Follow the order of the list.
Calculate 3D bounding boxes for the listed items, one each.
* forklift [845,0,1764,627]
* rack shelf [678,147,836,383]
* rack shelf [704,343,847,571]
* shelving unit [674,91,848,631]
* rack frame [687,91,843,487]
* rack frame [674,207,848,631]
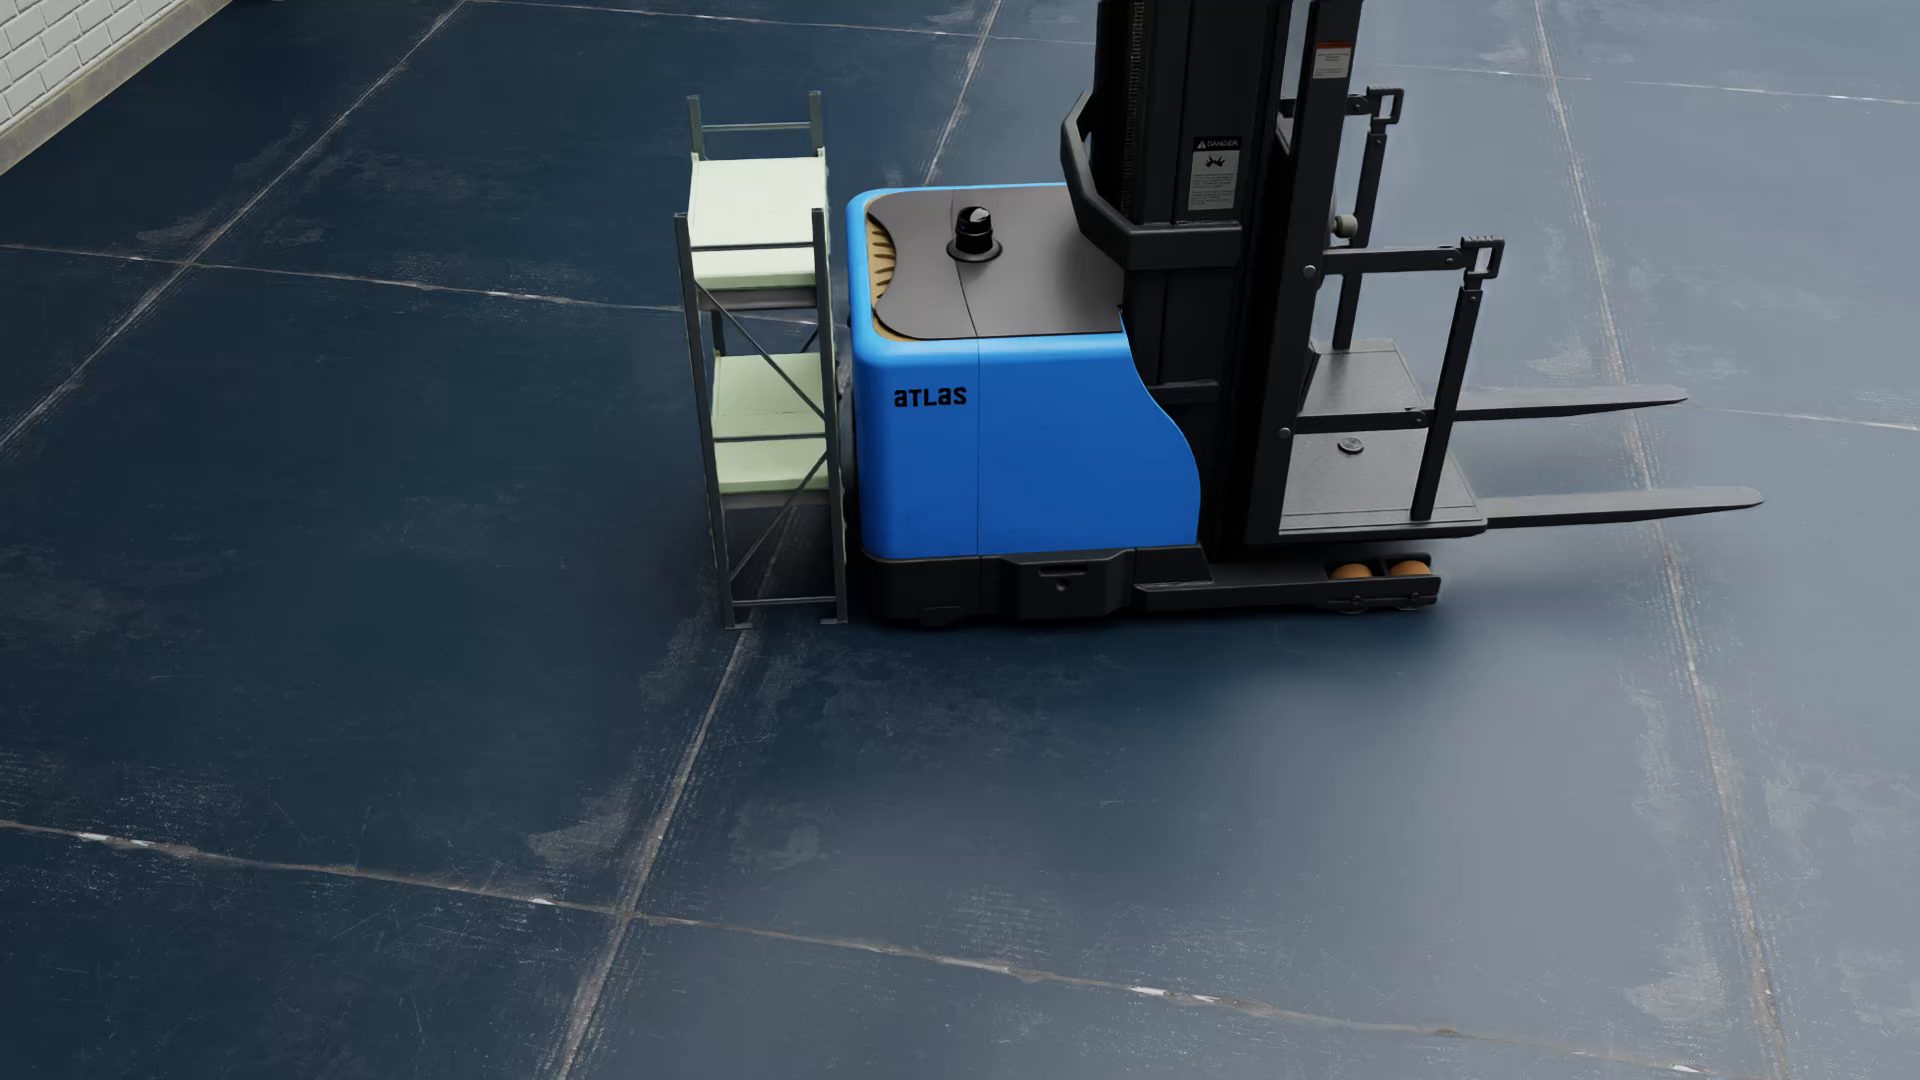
[{"bbox_3d":[1.155,-1.223,4.929,3.031,2.935,1.130,-3,40,-3],"label":"forklift"},{"bbox_3d":[-0.594,-0.834,4.969,0.431,0.370,0.720,-3,40,-3],"label":"rack shelf"},{"bbox_3d":[-0.594,-0.282,5.426,0.431,0.370,0.720,-3,40,-3],"label":"rack shelf"},{"bbox_3d":[-0.594,-0.533,5.218,0.431,1.500,0.755,-3,40,-3],"label":"shelving unit"},{"bbox_3d":[-0.623,-0.766,5.499,0.400,1.500,0.023,-3,40,-3],"label":"rack frame"},{"bbox_3d":[-0.565,-0.301,4.937,0.400,1.500,0.023,-3,40,-3],"label":"rack frame"}]
